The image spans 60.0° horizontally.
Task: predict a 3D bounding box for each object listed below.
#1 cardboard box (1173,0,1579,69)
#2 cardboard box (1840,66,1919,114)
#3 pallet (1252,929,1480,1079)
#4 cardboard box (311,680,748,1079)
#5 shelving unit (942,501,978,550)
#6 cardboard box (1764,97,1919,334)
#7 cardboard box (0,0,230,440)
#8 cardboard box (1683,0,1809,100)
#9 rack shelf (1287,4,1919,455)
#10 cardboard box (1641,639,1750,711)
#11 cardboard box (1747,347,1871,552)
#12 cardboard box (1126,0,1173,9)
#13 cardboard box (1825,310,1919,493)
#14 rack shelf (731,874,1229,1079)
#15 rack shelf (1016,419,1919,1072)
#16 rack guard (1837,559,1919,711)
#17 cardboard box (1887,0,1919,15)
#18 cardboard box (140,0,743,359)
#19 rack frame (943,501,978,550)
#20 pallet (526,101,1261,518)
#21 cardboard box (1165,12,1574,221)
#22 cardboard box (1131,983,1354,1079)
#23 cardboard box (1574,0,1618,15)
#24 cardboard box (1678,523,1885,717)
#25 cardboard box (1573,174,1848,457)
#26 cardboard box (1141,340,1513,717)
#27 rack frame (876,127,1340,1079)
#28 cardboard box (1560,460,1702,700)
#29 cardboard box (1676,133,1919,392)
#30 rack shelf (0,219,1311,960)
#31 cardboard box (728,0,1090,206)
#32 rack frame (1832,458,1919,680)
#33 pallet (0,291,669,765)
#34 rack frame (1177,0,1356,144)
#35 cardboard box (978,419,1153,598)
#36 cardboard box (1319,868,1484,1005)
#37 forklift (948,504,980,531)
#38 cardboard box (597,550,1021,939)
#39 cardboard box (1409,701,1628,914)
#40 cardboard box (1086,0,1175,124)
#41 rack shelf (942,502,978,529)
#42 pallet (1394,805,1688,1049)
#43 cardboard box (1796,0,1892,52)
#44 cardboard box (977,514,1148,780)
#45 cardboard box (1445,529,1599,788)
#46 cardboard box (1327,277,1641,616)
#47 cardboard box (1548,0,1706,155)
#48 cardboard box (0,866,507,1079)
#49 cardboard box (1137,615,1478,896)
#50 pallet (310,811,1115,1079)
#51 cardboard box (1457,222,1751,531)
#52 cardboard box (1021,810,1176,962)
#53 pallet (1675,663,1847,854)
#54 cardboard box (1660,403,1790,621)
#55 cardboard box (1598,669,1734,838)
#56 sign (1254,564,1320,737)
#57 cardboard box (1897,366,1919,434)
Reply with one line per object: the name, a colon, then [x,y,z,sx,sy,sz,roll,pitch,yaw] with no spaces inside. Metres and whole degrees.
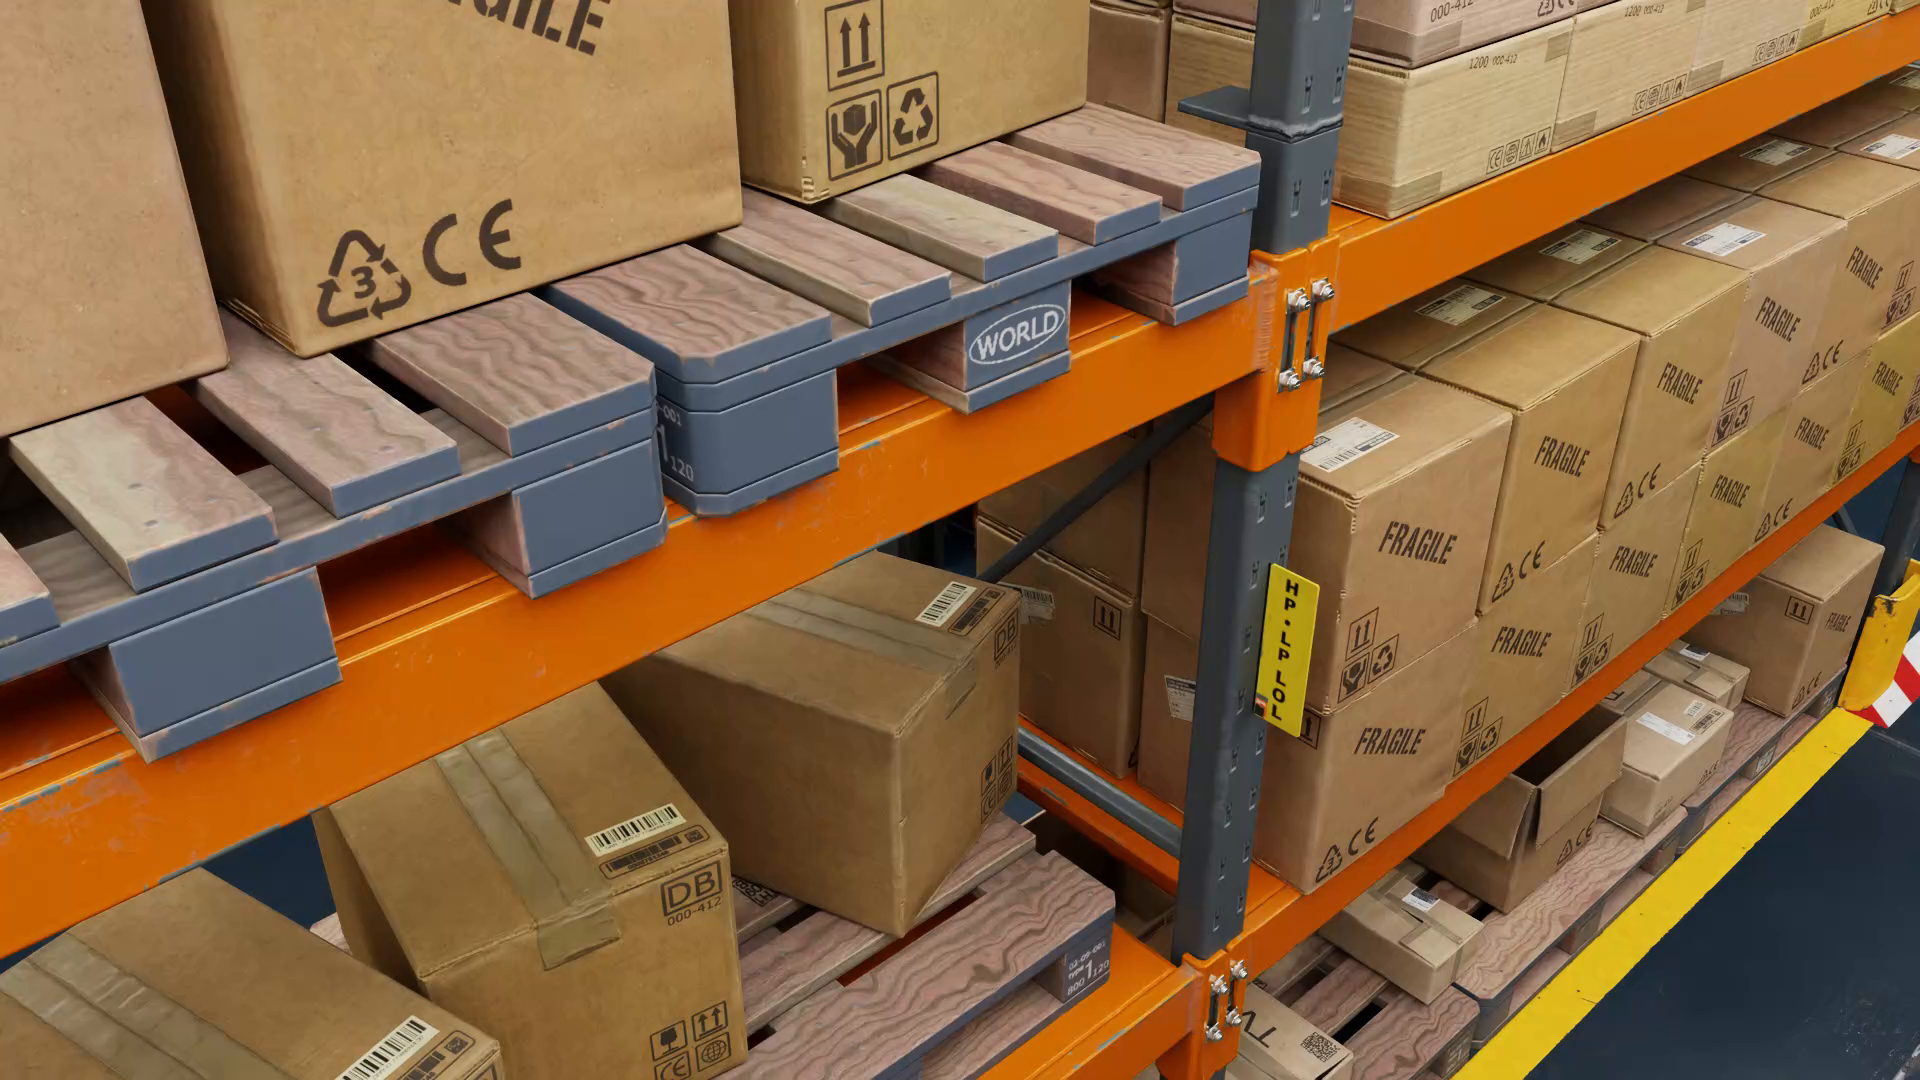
cardboard box: [0.722,-1.025,2.841,0.500,0.250,0.500,-26,40,-35]
cardboard box: [2.990,-1.144,5.191,0.500,0.500,0.500,-26,40,-36]
pallet: [0.700,1.428,4.713,1.213,0.211,1.003,-26,40,-35]
cardboard box: [-0.765,0.610,2.879,0.500,0.500,0.700,-19,36,-28]
shelving unit: [-0.084,-0.398,6.894,0.215,1.050,0.252,27,40,36]
cardboard box: [2.620,-0.964,4.897,0.500,0.500,0.500,-25,39,-34]
cardboard box: [-1.200,-0.438,1.622,0.600,0.600,0.600,27,41,37]
cardboard box: [1.458,-1.165,3.548,0.500,0.250,0.500,-26,40,-35]
rack shelf: [1.663,-1.201,4.153,4.000,0.370,1.077,-26,40,-35]
cardboard box: [2.540,0.480,5.884,0.250,0.166,0.380,-26,40,-35]
cardboard box: [2.238,-0.357,4.863,0.500,0.500,0.500,-25,40,-35]
cardboard box: [0.368,-1.224,3.166,0.500,0.250,0.500,-26,40,-35]
cardboard box: [2.608,-0.532,5.149,0.500,0.500,0.500,-25,40,-35]
rack shelf: [-1.270,1.497,2.615,4.000,0.370,1.077,-26,40,-35]
rack shelf: [1.663,0.079,4.936,4.000,0.370,1.077,-26,40,-35]
rack guard: [3.073,0.156,6.516,0.348,0.500,1.175,-26,40,-35]
cardboard box: [2.200,-1.515,4.120,0.500,0.250,0.500,-26,40,-35]
cardboard box: [-0.698,-0.667,1.996,0.600,0.600,0.600,-26,40,-36]
rack frame: [0.001,-0.444,6.969,0.200,1.050,0.008,27,40,36]
pallet: [-0.330,-0.514,2.520,1.003,0.211,1.213,-26,40,-35]
cardboard box: [0.721,-0.812,2.972,0.500,0.250,0.500,-26,40,-35]
cardboard box: [0.651,1.374,4.283,0.500,0.311,0.500,-26,40,-35]
cardboard box: [1.087,-1.203,3.132,0.500,0.250,0.500,-26,40,-35]
cardboard box: [2.898,0.228,5.976,0.500,0.500,0.500,-26,40,-35]
cardboard box: [1.866,-0.596,4.296,0.500,0.500,0.500,-24,39,-34]
cardboard box: [0.733,-0.048,3.398,0.500,0.500,0.500,-25,39,-34]
rack frame: [0.196,0.481,3.588,0.127,3.000,1.000,-26,40,-35]
cardboard box: [1.497,0.003,4.275,0.500,0.500,0.500,-26,40,-36]
cardboard box: [2.243,-0.779,4.594,0.500,0.500,0.500,-25,39,-34]
rack shelf: [-1.270,0.218,1.833,4.000,0.370,1.077,-26,40,-35]
cardboard box: [-0.223,-0.913,2.397,0.600,0.600,0.600,25,39,35]
rack frame: [3.129,-0.938,5.908,0.127,3.000,1.000,-26,40,-35]
pallet: [-1.088,-0.145,1.916,1.003,0.211,1.213,-26,40,-35]
rack frame: [0.196,-2.078,2.023,0.127,3.000,1.000,-26,40,-35]
cardboard box: [0.391,-0.266,3.756,0.500,0.500,0.500,-26,40,-35]
cardboard box: [1.278,1.125,4.828,0.250,0.166,0.380,-26,40,-35]
forklift: [1.137,-1.780,7.352,1.130,2.935,3.031,27,40,36]
cardboard box: [-0.303,0.342,3.317,0.700,0.500,0.500,15,35,23]
cardboard box: [1.570,0.690,5.217,0.637,0.503,0.797,-26,40,-35]
cardboard box: [0.372,-1.009,3.293,0.500,0.250,0.500,-26,40,-35]
rack shelf: [-0.084,-0.152,7.045,0.215,0.259,0.240,27,40,36]
pallet: [1.595,0.993,5.424,1.213,0.211,1.003,-26,40,-35]
cardboard box: [1.822,-1.344,3.840,0.500,0.250,0.500,-26,40,-35]
cardboard box: [0.388,0.163,4.012,0.500,0.500,0.500,-25,39,-35]
cardboard box: [1.128,0.179,3.986,0.500,0.500,0.500,-25,39,-35]
cardboard box: [1.111,-0.231,3.698,0.500,0.500,0.500,-27,41,-37]
cardboard box: [1.090,-0.988,3.259,0.500,0.250,0.500,-26,40,-35]
cardboard box: [-1.057,0.910,2.389,0.700,0.500,0.500,18,36,27]
cardboard box: [0.755,0.362,3.687,0.500,0.500,0.500,-25,39,-34]
pallet: [-0.464,0.805,3.243,1.213,0.211,1.003,-26,40,-35]
cardboard box: [1.488,-0.413,3.996,0.500,0.500,0.500,-27,41,-37]
cardboard box: [0.421,1.049,4.633,0.500,0.500,0.500,-26,40,-35]
pallet: [2.490,0.562,6.129,1.213,0.211,1.003,-26,40,-35]
cardboard box: [1.869,-0.178,4.571,0.500,0.500,0.500,-26,40,-36]
cardboard box: [2.181,0.660,5.509,0.500,0.250,0.500,-26,40,-35]
sign: [0.576,0.198,2.941,0.005,0.325,0.100,-26,40,-35]
cardboard box: [2.986,-0.717,5.452,0.500,0.500,0.500,-24,39,-34]
